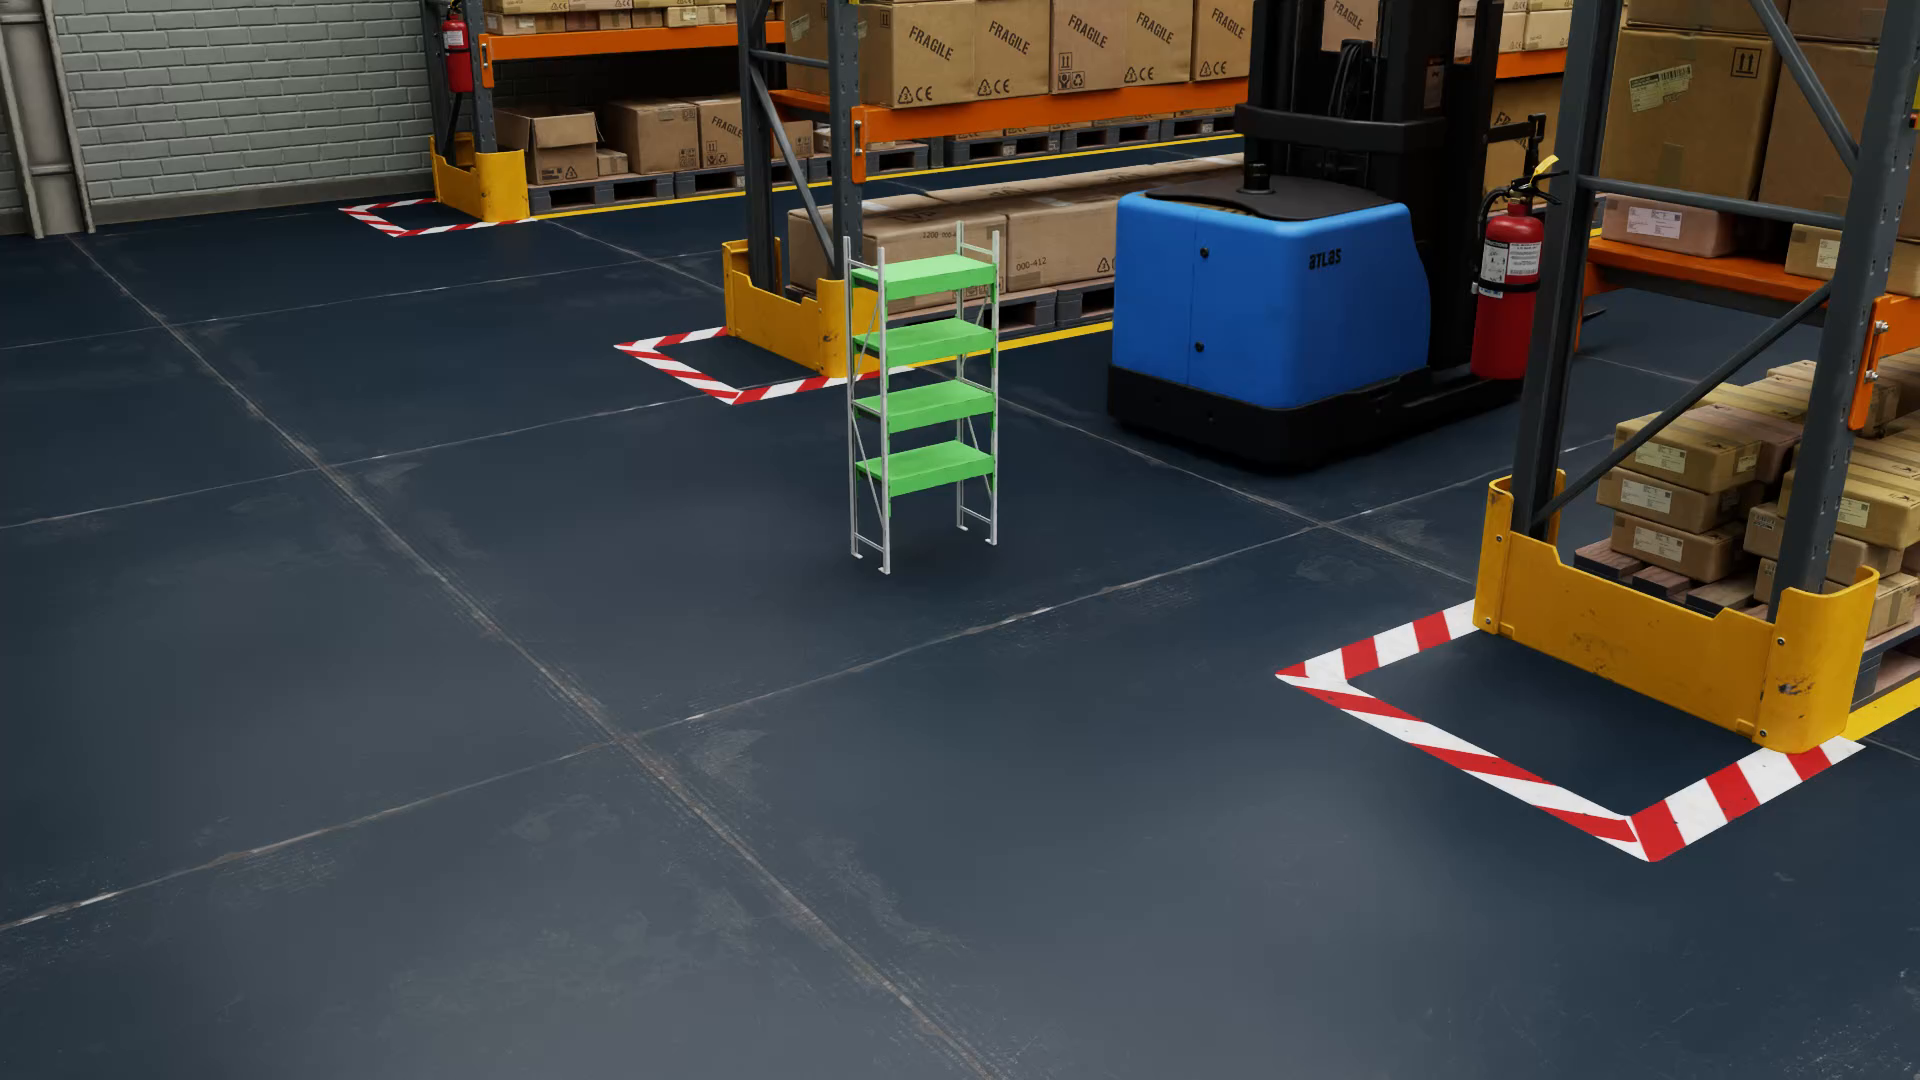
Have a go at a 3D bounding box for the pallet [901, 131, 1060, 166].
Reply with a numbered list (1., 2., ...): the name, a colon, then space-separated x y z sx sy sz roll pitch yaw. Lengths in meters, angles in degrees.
1. pallet: 0.155 -3.675 15.321 1.213 0.211 1.003 -15 26 -33

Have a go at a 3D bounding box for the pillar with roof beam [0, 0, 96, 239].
1. pillar with roof beam: -3.931 -5.095 7.024 0.400 9.000 9.100 -15 26 -33

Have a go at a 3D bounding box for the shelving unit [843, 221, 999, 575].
1. shelving unit: -0.134 -0.521 6.084 0.503 1.200 0.258 -15 26 -33

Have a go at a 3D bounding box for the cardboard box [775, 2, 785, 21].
1. cardboard box: -1.410 -4.282 13.419 0.250 0.149 0.380 -15 26 -34

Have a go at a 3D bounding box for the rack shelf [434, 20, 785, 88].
1. rack shelf: -2.107 -4.015 13.383 4.000 0.370 1.077 -15 26 -33

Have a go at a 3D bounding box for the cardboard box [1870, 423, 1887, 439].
1. cardboard box: 3.240 -0.395 6.218 0.250 0.149 0.380 -14 26 -32

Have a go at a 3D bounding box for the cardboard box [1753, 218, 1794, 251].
1. cardboard box: 2.468 -1.038 5.290 0.250 0.149 0.380 -15 26 -33

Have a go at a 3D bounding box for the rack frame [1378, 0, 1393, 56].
1. rack frame: 2.418 -3.290 10.594 0.127 3.000 1.000 -15 26 -33

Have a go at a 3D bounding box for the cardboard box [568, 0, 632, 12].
1. cardboard box: -2.796 -4.112 12.454 0.500 0.250 0.500 -15 26 -32

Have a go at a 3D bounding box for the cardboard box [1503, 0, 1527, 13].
1. cardboard box: 3.347 -3.584 10.859 0.500 0.250 0.500 -14 26 -32

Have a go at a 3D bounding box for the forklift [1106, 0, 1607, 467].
1. forklift: 2.113 -2.114 7.739 3.031 2.935 1.130 -18 28 -38

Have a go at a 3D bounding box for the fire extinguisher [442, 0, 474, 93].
1. fire extinguisher: -3.580 -3.537 11.820 0.183 0.674 0.296 -15 26 -33

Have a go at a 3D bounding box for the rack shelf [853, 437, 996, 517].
1. rack shelf: -0.134 -0.239 6.197 0.480 0.148 0.258 -15 26 -33

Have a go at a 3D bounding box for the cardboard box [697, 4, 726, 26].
1. cardboard box: -2.027 -4.116 13.002 0.250 0.149 0.380 -14 26 -32

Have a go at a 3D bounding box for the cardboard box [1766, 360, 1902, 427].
1. cardboard box: 3.232 -0.538 6.175 0.250 0.149 0.380 -14 26 -31

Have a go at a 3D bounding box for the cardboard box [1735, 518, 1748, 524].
1. cardboard box: 2.599 -0.091 5.856 0.250 0.149 0.380 -14 26 -31

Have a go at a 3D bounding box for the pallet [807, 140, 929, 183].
1. pallet: -1.042 -3.339 14.479 1.213 0.211 1.003 -15 26 -33

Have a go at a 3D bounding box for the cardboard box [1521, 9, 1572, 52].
1. cardboard box: 3.774 -3.455 11.209 0.500 0.250 0.500 -15 26 -33

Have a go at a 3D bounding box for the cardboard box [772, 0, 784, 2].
1. cardboard box: -1.565 -4.450 13.303 0.500 0.250 0.500 -15 26 -33

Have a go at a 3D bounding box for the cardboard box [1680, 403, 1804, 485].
1. cardboard box: 2.663 -0.332 5.658 0.250 0.149 0.380 -14 26 -32

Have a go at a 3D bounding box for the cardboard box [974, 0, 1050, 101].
1. cardboard box: 0.123 -2.606 8.745 0.500 0.500 0.500 -15 26 -34

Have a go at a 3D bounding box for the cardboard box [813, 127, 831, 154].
1. cardboard box: -1.054 -3.421 14.046 0.258 0.266 0.396 -14 26 -31

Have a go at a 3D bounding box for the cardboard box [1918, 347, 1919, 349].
1. cardboard box: 3.930 -0.669 6.502 0.250 0.149 0.380 -16 27 -35

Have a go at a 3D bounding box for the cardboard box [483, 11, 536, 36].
1. cardboard box: -3.304 -3.789 12.182 0.250 0.149 0.380 -15 26 -33

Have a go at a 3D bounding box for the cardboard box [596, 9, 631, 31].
1. cardboard box: -2.690 -3.961 12.615 0.250 0.149 0.380 -14 26 -31

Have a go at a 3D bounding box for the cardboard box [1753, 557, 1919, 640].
1. cardboard box: 2.756 0.155 5.240 0.250 0.149 0.380 -14 26 -32

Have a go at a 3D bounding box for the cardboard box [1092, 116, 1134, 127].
1. cardboard box: 1.299 -4.189 15.653 0.500 0.500 0.500 -16 27 -35

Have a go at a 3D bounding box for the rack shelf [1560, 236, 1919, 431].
1. rack shelf: 3.768 -1.056 5.965 4.000 0.370 1.077 -15 26 -33

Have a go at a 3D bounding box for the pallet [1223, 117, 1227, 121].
1. pallet: 3.454 -4.520 17.438 1.213 0.211 1.003 -15 26 -33

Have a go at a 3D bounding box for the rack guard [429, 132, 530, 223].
1. rack guard: -3.669 -2.772 12.669 0.348 0.500 1.175 -15 26 -33

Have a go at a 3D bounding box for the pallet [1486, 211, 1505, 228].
1. pallet: 3.001 -2.185 11.586 1.213 0.211 1.003 -15 26 -33

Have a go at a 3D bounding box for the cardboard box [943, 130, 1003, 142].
1. cardboard box: 0.040 -3.854 14.812 0.500 0.500 0.500 -14 25 -31

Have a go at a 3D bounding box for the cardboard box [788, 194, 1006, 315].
1. cardboard box: -0.351 -1.602 9.255 0.875 0.438 0.875 -16 27 -35

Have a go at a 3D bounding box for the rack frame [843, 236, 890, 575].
1. rack frame: -0.332 -0.469 5.952 0.015 1.200 0.240 -15 26 -33

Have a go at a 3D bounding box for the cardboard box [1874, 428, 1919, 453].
1. cardboard box: 3.201 -0.227 5.396 0.250 0.149 0.380 -15 26 -33

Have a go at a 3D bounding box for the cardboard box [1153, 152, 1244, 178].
1. cardboard box: 1.846 -2.191 10.731 0.875 0.438 0.875 -15 26 -34

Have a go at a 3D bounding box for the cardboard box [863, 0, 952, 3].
1. cardboard box: -0.273 -2.953 8.266 0.500 0.500 0.500 -16 27 -34

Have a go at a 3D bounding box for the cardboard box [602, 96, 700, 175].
1. cardboard box: -2.462 -3.228 13.244 0.500 0.500 0.700 -14 26 -31

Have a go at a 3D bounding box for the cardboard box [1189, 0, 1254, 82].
1. cardboard box: 1.377 -2.933 9.564 0.500 0.500 0.500 -15 26 -34

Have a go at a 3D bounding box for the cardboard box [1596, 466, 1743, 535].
1. cardboard box: 2.406 -0.166 5.644 0.250 0.149 0.380 -16 27 -34

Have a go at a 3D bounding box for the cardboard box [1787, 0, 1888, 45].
1. cardboard box: 2.664 -1.623 4.531 0.500 0.500 0.500 -15 26 -33

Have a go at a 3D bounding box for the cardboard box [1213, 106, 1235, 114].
1. cardboard box: 2.546 -4.526 16.498 0.500 0.500 0.500 -14 26 -31
